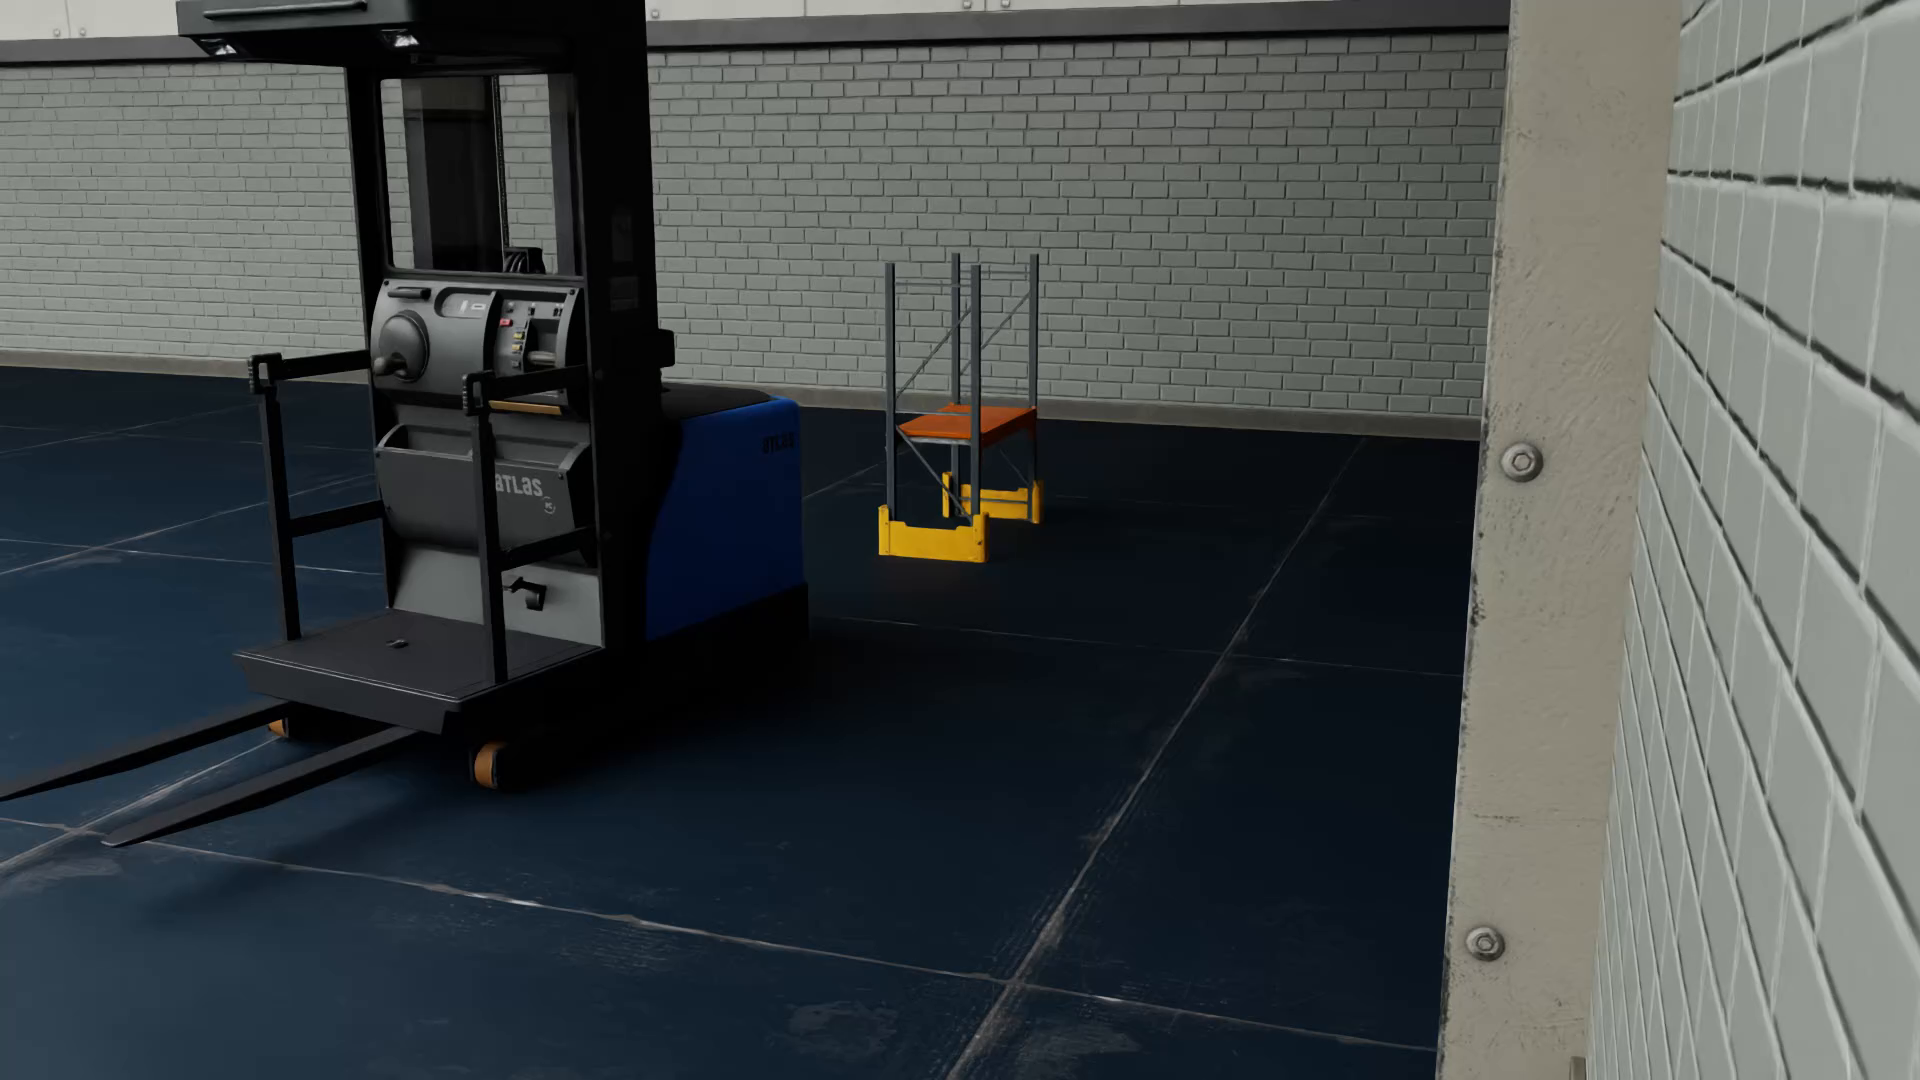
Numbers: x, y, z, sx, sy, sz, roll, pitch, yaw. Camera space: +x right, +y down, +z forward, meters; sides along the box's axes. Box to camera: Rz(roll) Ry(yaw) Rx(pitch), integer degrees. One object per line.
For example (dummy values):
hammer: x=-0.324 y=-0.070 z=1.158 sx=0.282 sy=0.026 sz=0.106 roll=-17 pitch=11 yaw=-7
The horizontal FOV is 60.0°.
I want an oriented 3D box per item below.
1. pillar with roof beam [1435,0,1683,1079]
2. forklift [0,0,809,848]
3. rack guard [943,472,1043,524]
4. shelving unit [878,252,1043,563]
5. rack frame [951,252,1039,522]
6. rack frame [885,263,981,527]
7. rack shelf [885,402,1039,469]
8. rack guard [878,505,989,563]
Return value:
pillar with roof beam: x=-2.825 y=-3.506 z=4.132 sx=9.100 sy=9.000 sz=0.400 roll=4 pitch=14 yaw=18
forklift: x=-1.793 y=-0.726 z=5.589 sx=1.130 sy=2.935 sz=3.031 roll=7 pitch=15 yaw=29
rack guard: x=0.186 y=-0.243 z=9.495 sx=0.587 sy=0.250 sz=0.087 roll=4 pitch=14 yaw=18
shelving unit: x=0.025 y=-0.747 z=8.896 sx=0.587 sy=1.500 sz=1.083 roll=4 pitch=14 yaw=18
rack frame: x=0.192 y=-0.856 z=9.374 sx=0.500 sy=1.500 sz=0.032 roll=4 pitch=14 yaw=18
rack frame: x=-0.137 y=-0.642 z=8.436 sx=0.500 sy=1.500 sz=0.032 roll=4 pitch=14 yaw=18
rack shelf: x=0.028 y=-0.574 z=8.945 sx=0.538 sy=0.185 sz=1.000 roll=4 pitch=14 yaw=18
rack guard: x=-0.136 y=-0.033 z=8.576 sx=0.587 sy=0.250 sz=0.087 roll=4 pitch=14 yaw=18
